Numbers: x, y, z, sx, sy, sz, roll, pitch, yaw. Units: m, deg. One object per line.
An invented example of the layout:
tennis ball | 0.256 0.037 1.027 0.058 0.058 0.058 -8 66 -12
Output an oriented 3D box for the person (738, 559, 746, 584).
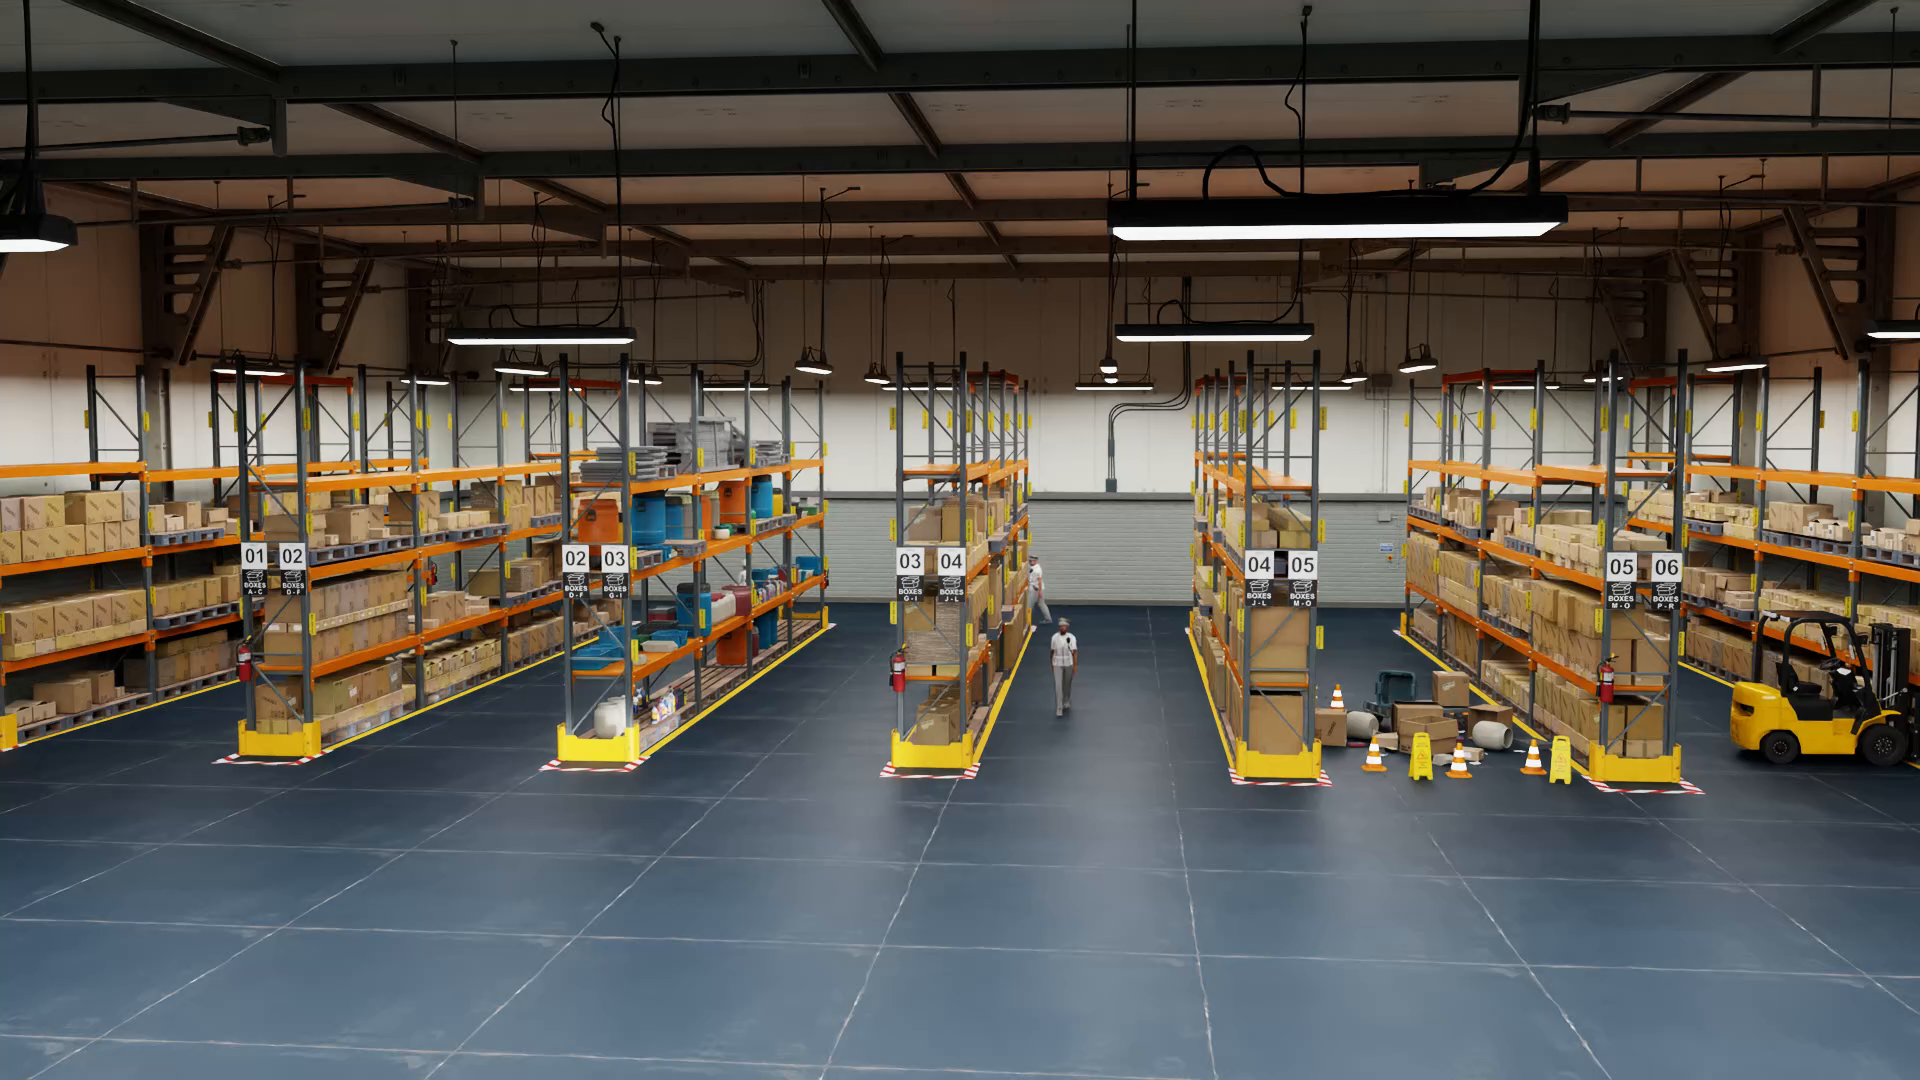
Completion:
person | -4.961 1.333 39.006 0.620 1.780 0.525 -4 6 -43

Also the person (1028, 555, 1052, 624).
person | 1.813 1.221 41.032 0.926 1.705 0.575 0 4 1

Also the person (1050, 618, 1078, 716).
person | 1.780 2.140 28.502 0.471 1.629 1.035 0 4 3
